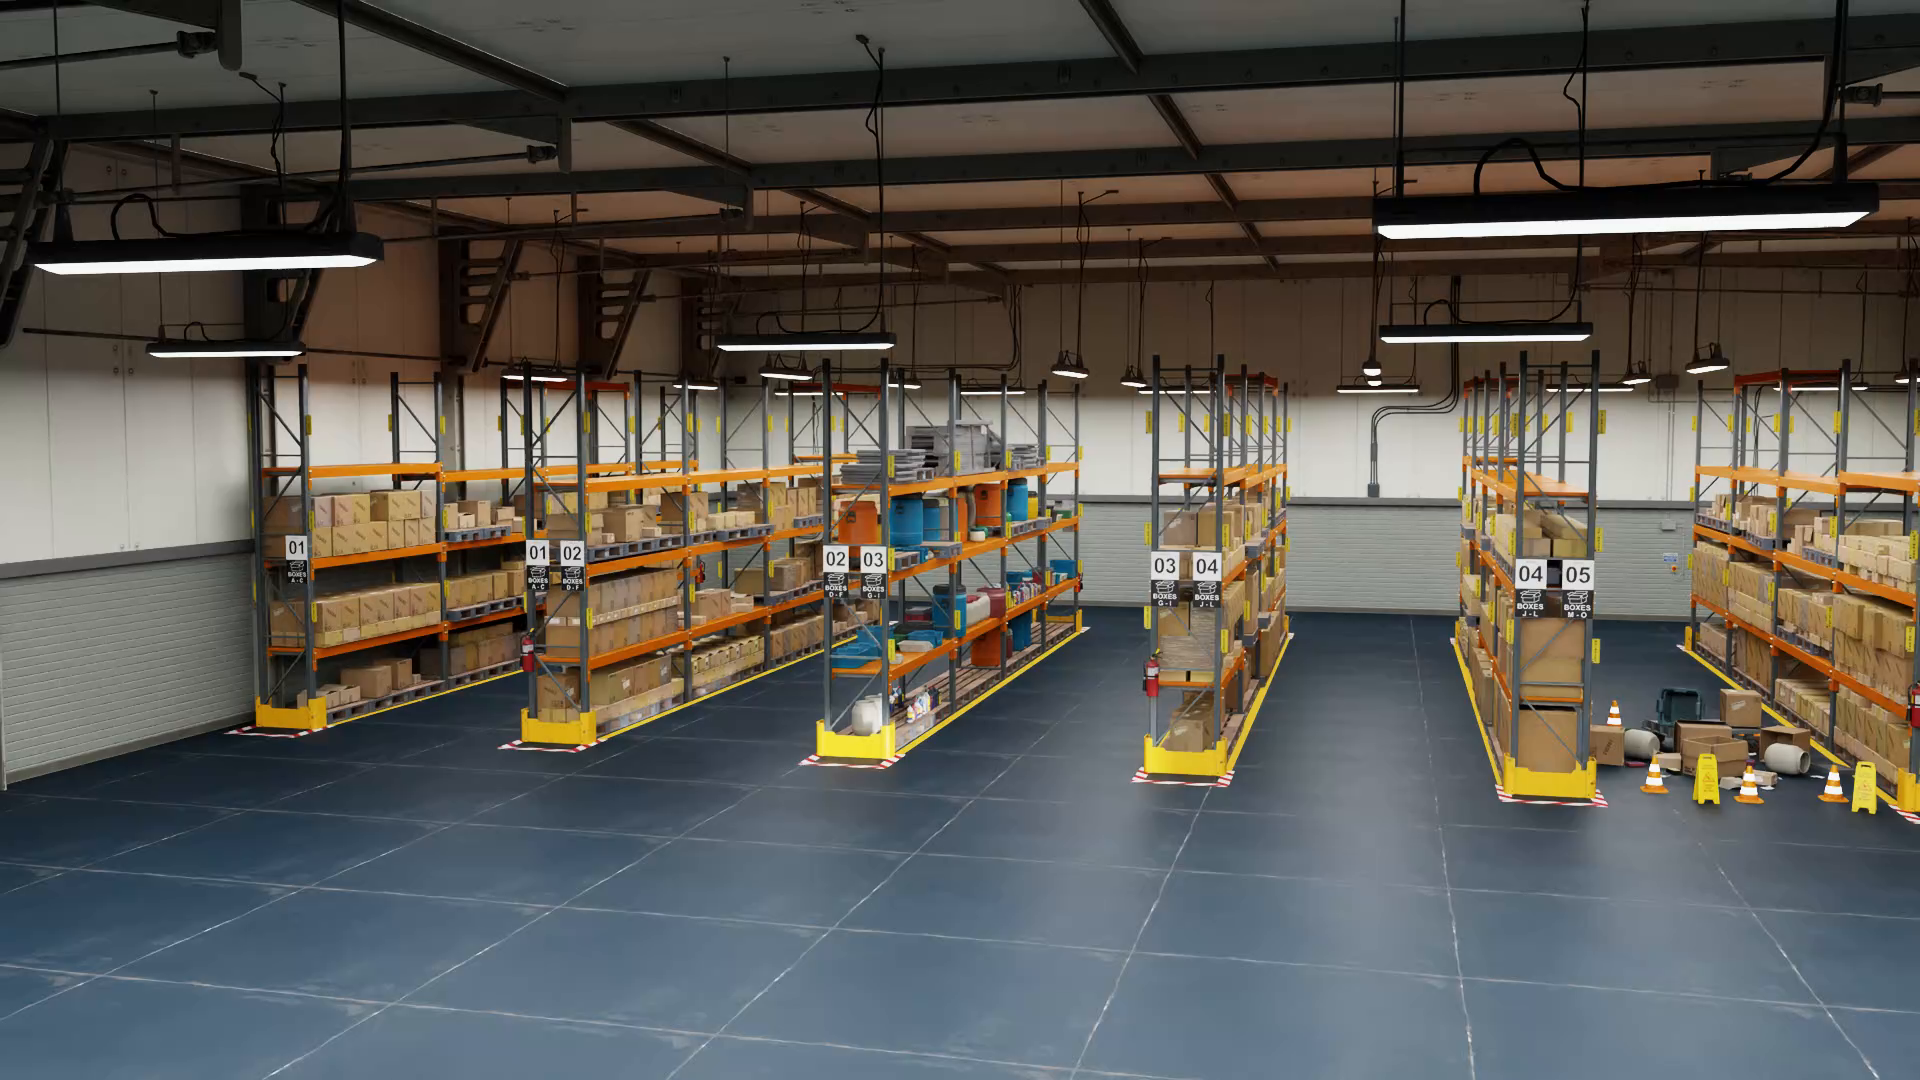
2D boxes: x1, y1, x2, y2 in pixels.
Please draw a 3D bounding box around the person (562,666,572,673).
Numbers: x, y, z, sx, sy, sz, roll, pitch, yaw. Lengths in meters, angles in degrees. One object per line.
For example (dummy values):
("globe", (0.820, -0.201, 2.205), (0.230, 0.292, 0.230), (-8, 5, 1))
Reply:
("person", (-7.001, 2.123, 29.884), (0.405, 1.714, 0.451), (4, 5, 43))
